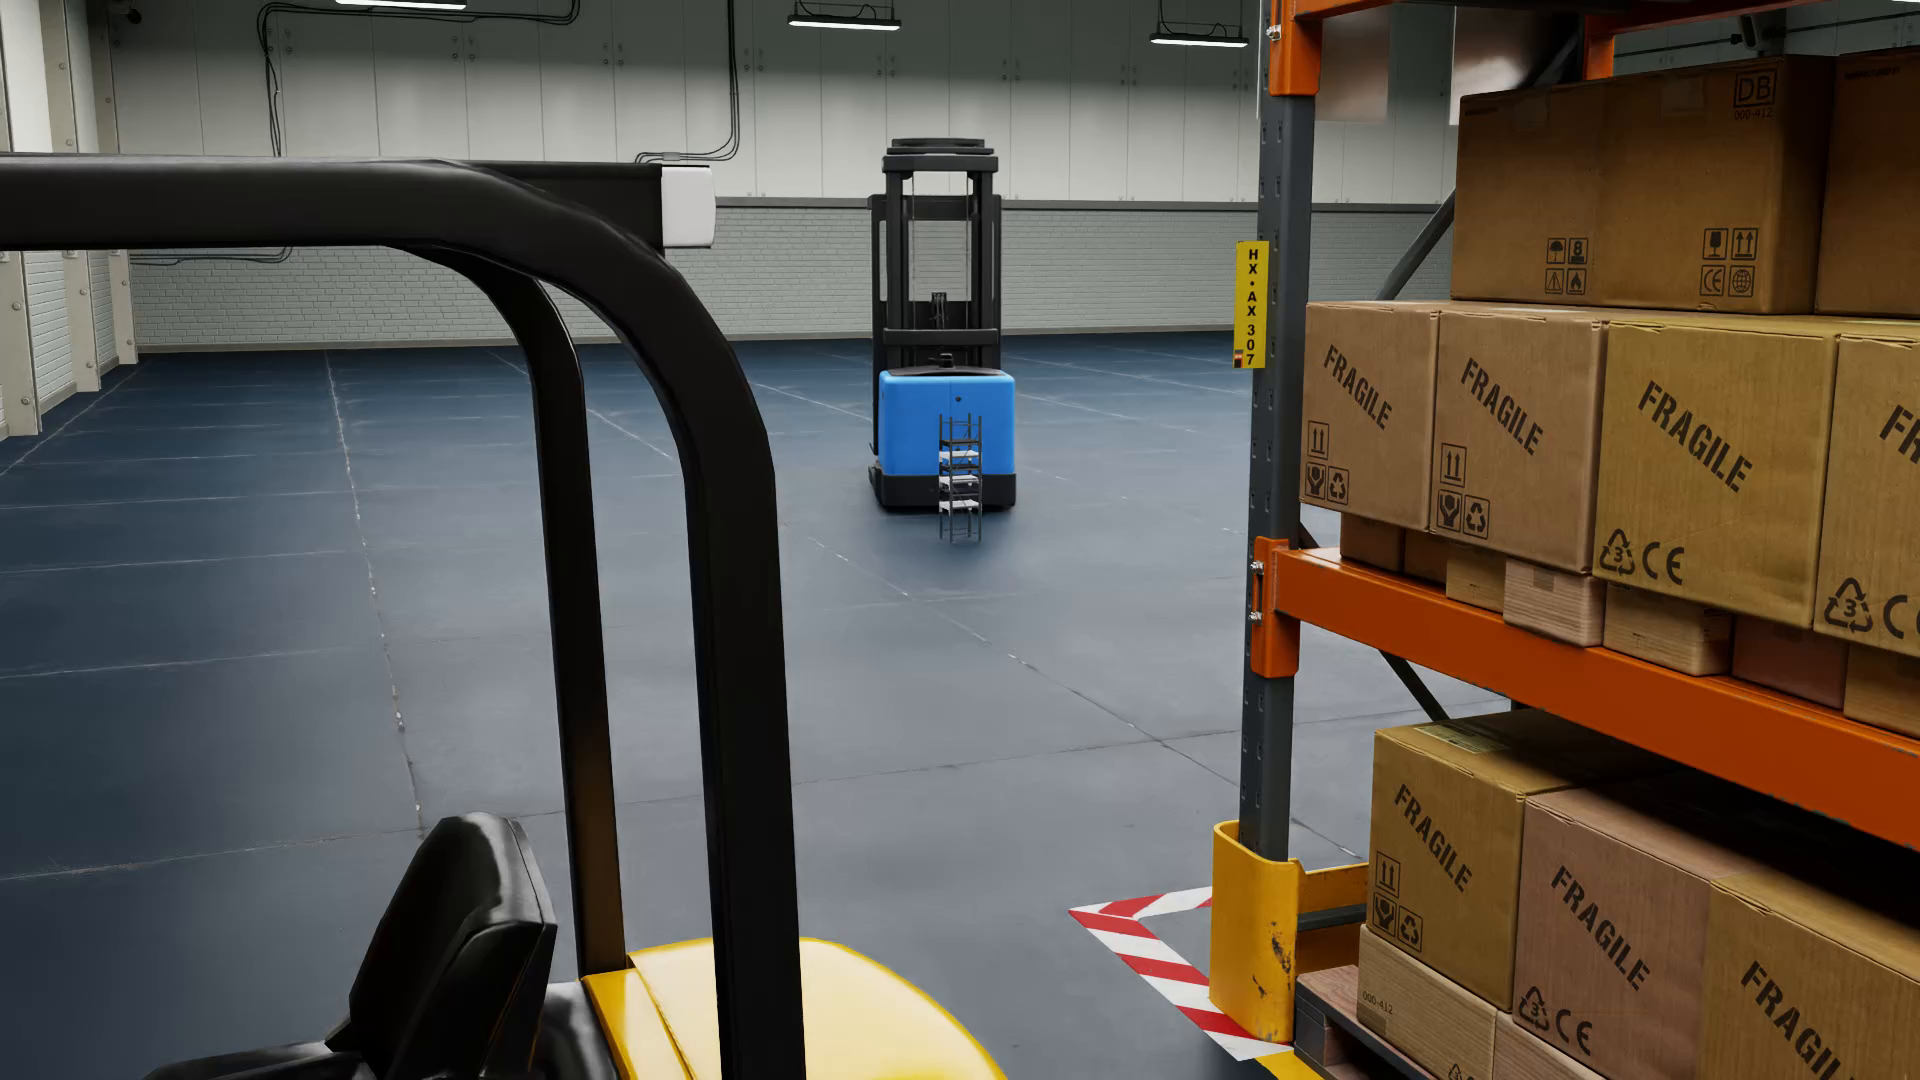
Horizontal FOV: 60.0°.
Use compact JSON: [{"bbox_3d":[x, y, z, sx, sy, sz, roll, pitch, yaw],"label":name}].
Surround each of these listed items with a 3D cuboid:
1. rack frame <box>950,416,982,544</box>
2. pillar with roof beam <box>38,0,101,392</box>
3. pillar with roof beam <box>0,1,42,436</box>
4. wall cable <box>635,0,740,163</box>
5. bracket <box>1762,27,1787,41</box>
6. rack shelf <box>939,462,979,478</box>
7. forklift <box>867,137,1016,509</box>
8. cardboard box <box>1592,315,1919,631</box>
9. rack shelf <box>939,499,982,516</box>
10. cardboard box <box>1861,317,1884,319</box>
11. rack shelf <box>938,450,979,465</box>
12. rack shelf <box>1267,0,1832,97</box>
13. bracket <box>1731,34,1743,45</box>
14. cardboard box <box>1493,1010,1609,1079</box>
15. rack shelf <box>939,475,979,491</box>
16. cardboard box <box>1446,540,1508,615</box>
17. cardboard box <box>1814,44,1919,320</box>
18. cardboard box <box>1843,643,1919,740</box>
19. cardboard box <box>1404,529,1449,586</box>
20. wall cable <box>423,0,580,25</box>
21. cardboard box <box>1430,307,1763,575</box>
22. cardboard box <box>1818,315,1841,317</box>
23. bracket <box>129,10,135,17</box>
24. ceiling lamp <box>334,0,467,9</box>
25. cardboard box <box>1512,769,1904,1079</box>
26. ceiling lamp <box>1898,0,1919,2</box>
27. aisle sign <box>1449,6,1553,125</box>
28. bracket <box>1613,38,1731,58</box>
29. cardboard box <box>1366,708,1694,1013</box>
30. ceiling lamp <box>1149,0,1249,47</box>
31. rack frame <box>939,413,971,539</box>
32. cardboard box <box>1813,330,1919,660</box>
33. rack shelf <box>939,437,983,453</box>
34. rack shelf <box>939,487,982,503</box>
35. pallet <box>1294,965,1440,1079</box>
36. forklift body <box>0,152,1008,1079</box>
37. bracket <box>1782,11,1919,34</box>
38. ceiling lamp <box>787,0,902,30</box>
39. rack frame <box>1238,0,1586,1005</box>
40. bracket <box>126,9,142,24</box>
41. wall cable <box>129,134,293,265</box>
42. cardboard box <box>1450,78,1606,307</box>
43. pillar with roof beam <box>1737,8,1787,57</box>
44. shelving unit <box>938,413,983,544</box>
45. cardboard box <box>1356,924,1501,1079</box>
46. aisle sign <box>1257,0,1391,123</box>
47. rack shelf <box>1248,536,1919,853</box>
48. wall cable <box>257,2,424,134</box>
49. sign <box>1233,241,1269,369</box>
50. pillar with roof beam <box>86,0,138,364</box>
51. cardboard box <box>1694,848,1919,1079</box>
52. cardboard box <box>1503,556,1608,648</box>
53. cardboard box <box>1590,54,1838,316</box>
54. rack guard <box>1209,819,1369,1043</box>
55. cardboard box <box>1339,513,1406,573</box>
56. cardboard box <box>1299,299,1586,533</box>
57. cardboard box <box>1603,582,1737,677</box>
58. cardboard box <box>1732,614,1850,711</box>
[{"bbox_3d":[0.040,-0.425,11.741,0.240,0.900,0.006,-4,11,-21],"label":"rack frame"},{"bbox_3d":[-8.637,-6.873,24.865,9.100,9.000,0.400,-4,11,-21],"label":"pillar with roof beam"},{"bbox_3d":[-6.463,-5.894,19.359,9.100,9.000,0.400,-4,11,-21],"label":"pillar with roof beam"},{"bbox_3d":[-5.805,-10.418,35.084,2.305,6.003,0.169,-4,11,-21],"label":"wall cable"},{"bbox_3d":[16.529,-10.281,33.745,0.235,0.232,0.430,-4,11,-21],"label":"bracket"},{"bbox_3d":[0.003,-0.498,11.824,0.258,0.077,0.200,-4,11,-21],"label":"rack shelf"},{"bbox_3d":[-0.222,-1.906,14.269,1.130,2.935,3.031,-1,10,-6],"label":"forklift"},{"bbox_3d":[1.550,-0.149,3.056,0.500,0.500,0.500,-4,11,-22],"label":"cardboard box"},{"bbox_3d":[0.003,-0.232,11.871,0.258,0.077,0.200,-4,11,-21],"label":"rack shelf"},{"bbox_3d":[2.069,-0.176,3.210,0.500,0.500,0.500,-4,11,-21],"label":"cardboard box"},{"bbox_3d":[0.003,-0.586,11.808,0.258,0.077,0.200,-4,11,-21],"label":"rack shelf"},{"bbox_3d":[1.985,-1.012,2.531,1.077,0.370,4.000,-4,11,-21],"label":"rack shelf"},{"bbox_3d":[16.229,-10.416,34.506,0.235,0.232,0.430,-4,11,-21],"label":"bracket"},{"bbox_3d":[1.473,1.165,3.460,0.500,0.250,0.500,-3,11,-19],"label":"cardboard box"},{"bbox_3d":[0.003,-0.409,11.840,0.258,0.077,0.200,-4,11,-21],"label":"rack shelf"},{"bbox_3d":[1.316,0.066,3.703,0.380,0.149,0.250,-4,11,-23],"label":"cardboard box"},{"bbox_3d":[2.106,-0.674,3.154,0.700,0.500,0.500,-4,11,-22],"label":"cardboard box"},{"bbox_3d":[1.710,0.234,2.755,0.380,0.149,0.250,-4,11,-22],"label":"cardboard box"},{"bbox_3d":[1.296,0.017,3.976,0.380,0.149,0.250,-4,11,-20],"label":"cardboard box"},{"bbox_3d":[-9.253,-11.709,33.510,3.097,2.526,0.112,-4,11,-21],"label":"wall cable"},{"bbox_3d":[1.364,-0.232,3.523,0.500,0.500,0.500,-4,11,-19],"label":"cardboard box"},{"bbox_3d":[1.891,-0.258,3.670,0.500,0.500,0.500,-4,11,-21],"label":"cardboard box"},{"bbox_3d":[-15.288,-9.732,30.660,0.076,0.066,3.189,-4,11,-21],"label":"bracket"},{"bbox_3d":[-8.997,-10.124,26.472,2.000,3.185,0.800,-4,11,-21],"label":"ceiling lamp"},{"bbox_3d":[1.498,0.801,3.366,0.500,0.500,0.500,-4,11,-23],"label":"cardboard box"},{"bbox_3d":[14.614,-10.040,25.883,2.000,3.144,0.800,-4,11,-21],"label":"ceiling lamp"},{"bbox_3d":[1.508,-1.524,4.499,0.394,0.787,0.004,-4,11,-21],"label":"aisle sign"},{"bbox_3d":[15.289,-10.840,36.886,0.076,0.066,4.783,-4,11,-21],"label":"bracket"},{"bbox_3d":[1.304,0.715,3.844,0.500,0.500,0.500,-4,11,-23],"label":"cardboard box"},{"bbox_3d":[4.471,-11.041,31.628,2.000,3.185,0.800,-4,11,-21],"label":"ceiling lamp"},{"bbox_3d":[-0.034,-0.458,11.927,0.240,0.900,0.006,-4,11,-21],"label":"rack frame"},{"bbox_3d":[1.742,-0.066,2.593,0.500,0.500,0.500,-4,11,-22],"label":"cardboard box"},{"bbox_3d":[0.003,-0.675,11.792,0.258,0.077,0.200,-4,11,-21],"label":"rack shelf"},{"bbox_3d":[0.003,-0.320,11.855,0.258,0.077,0.200,-4,11,-21],"label":"rack shelf"},{"bbox_3d":[1.549,1.305,3.982,1.003,0.211,1.213,-4,11,-21],"label":"pallet"},{"bbox_3d":[-0.977,0.712,1.777,2.313,2.155,1.214,-4,11,-21],"label":"forklift body"},{"bbox_3d":[17.463,-9.860,31.380,0.076,0.066,4.783,-4,11,-21],"label":"bracket"},{"bbox_3d":[-2.109,-10.593,29.109,2.000,3.185,0.800,-4,11,-21],"label":"ceiling lamp"},{"bbox_3d":[1.261,-0.215,4.566,1.000,3.000,0.127,-4,11,-21],"label":"rack frame"},{"bbox_3d":[-15.502,-9.829,31.202,0.235,0.232,0.430,-4,11,-21],"label":"bracket"},{"bbox_3d":[-14.659,-6.615,32.282,3.097,2.526,0.112,-4,11,-21],"label":"wall cable"},{"bbox_3d":[1.649,-0.834,4.053,0.700,0.500,0.500,-4,11,-22],"label":"cardboard box"},{"bbox_3d":[12.697,-8.326,33.031,9.100,9.000,0.548,-4,11,-21],"label":"pillar with roof beam"},{"bbox_3d":[0.003,-0.442,11.834,0.258,0.900,0.210,-4,11,-21],"label":"shelving unit"},{"bbox_3d":[1.295,1.081,3.931,0.500,0.250,0.500,-4,11,-21],"label":"cardboard box"},{"bbox_3d":[0.949,-1.486,4.285,0.394,0.787,0.004,-4,11,-21],"label":"aisle sign"},{"bbox_3d":[1.985,0.465,2.794,1.077,0.370,4.000,-4,11,-21],"label":"rack shelf"},{"bbox_3d":[-12.137,-9.274,32.805,3.097,2.526,0.112,-4,11,-21],"label":"wall cable"},{"bbox_3d":[0.755,-0.607,4.297,0.100,0.325,0.005,-4,11,-21],"label":"sign"},{"bbox_3d":[-10.811,-7.853,30.371,9.100,9.000,0.548,-4,11,-21],"label":"pillar with roof beam"},{"bbox_3d":[1.672,0.883,2.902,0.500,0.500,0.500,-4,11,-20],"label":"cardboard box"},{"bbox_3d":[1.365,0.110,3.454,0.380,0.149,0.250,-4,11,-20],"label":"cardboard box"},{"bbox_3d":[1.825,-0.751,3.586,0.700,0.500,0.500,-4,11,-20],"label":"cardboard box"},{"bbox_3d":[1.288,1.028,4.715,1.175,0.500,0.348,-4,11,-21],"label":"rack guard"},{"bbox_3d":[1.191,-0.023,4.202,0.380,0.149,0.250,-4,11,-21],"label":"cardboard box"},{"bbox_3d":[1.174,-0.316,3.998,0.500,0.500,0.500,-4,11,-22],"label":"cardboard box"},{"bbox_3d":[1.490,0.150,3.229,0.380,0.149,0.250,-4,11,-19],"label":"cardboard box"},{"bbox_3d":[1.642,0.189,3.008,0.380,0.149,0.250,-4,11,-19],"label":"cardboard box"}]
